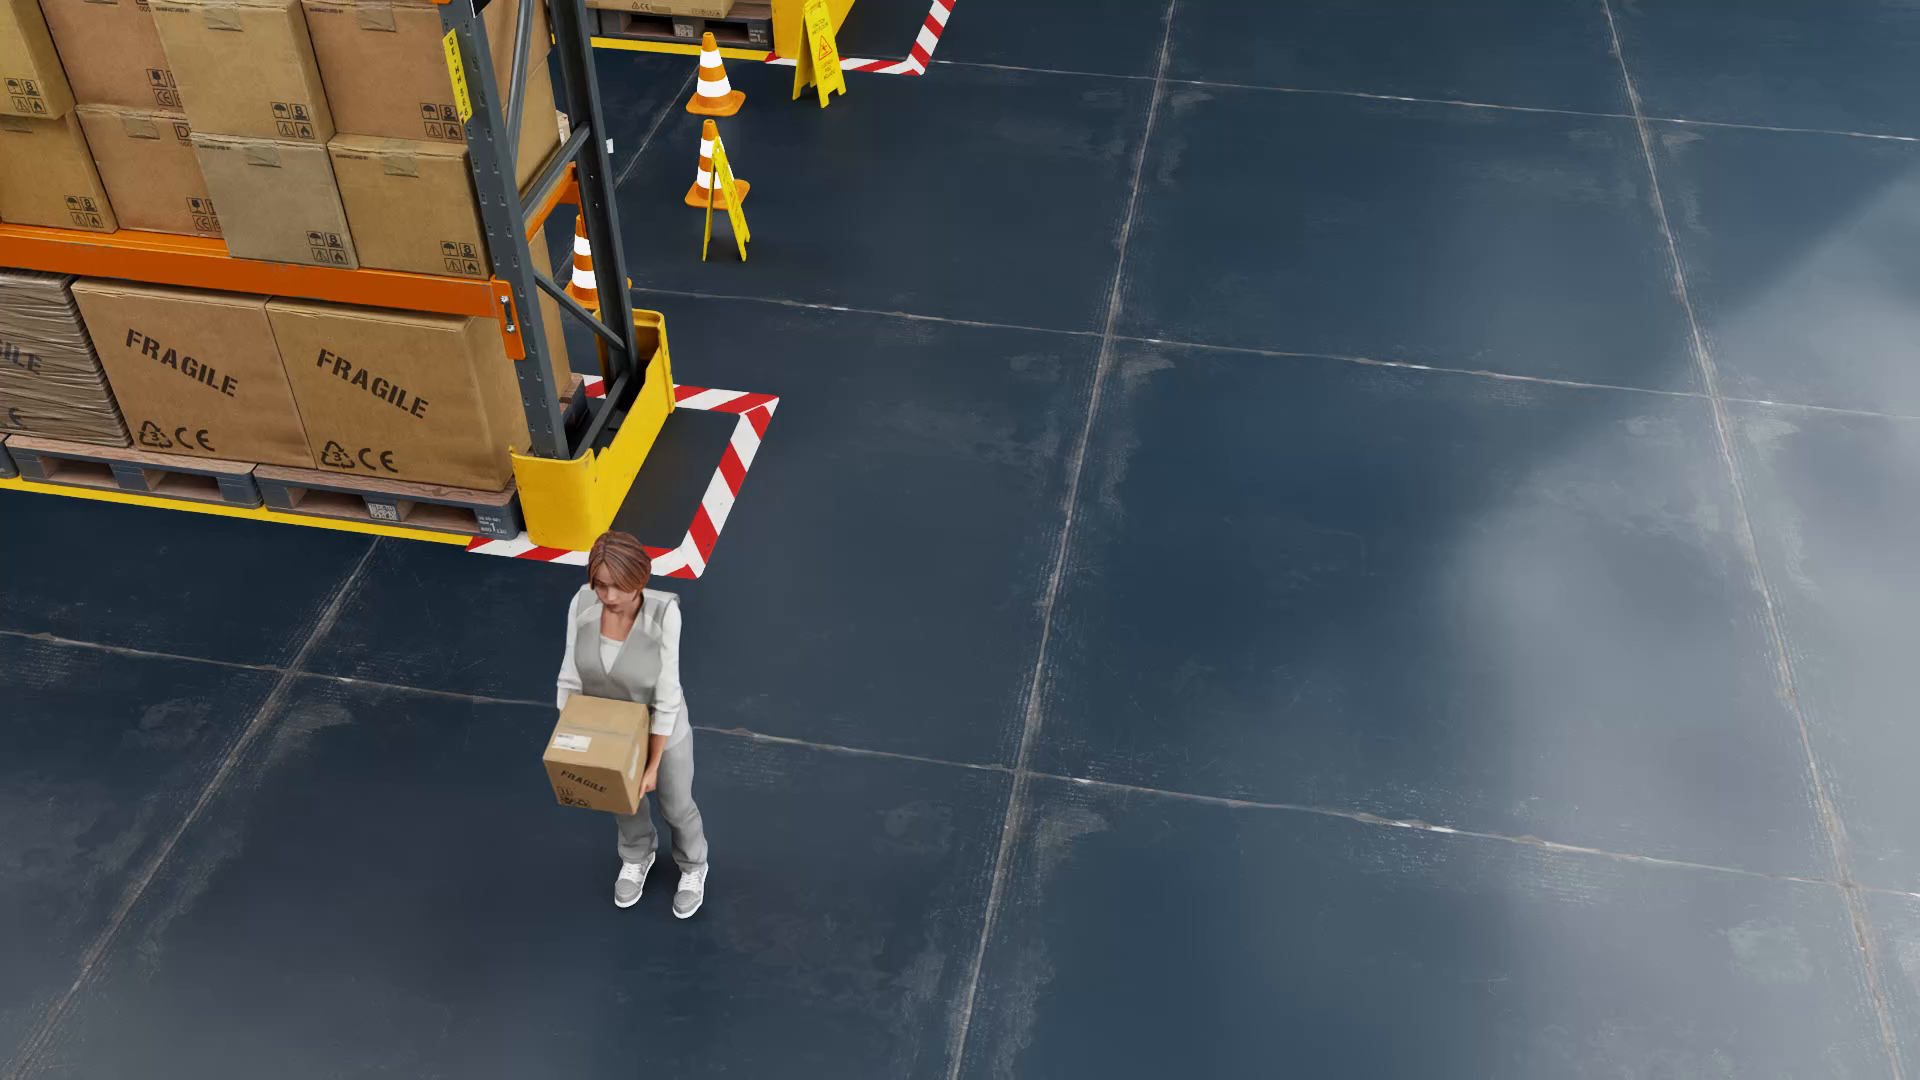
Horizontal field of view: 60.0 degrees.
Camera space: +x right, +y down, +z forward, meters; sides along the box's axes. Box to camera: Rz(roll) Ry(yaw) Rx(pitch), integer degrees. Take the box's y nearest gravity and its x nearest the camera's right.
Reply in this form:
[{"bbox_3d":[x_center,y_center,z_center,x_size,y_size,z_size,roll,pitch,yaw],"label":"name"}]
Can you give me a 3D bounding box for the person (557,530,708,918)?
[{"bbox_3d":[-1.073,0.676,5.394,0.401,1.596,0.495,7,42,8],"label":"person"}]
